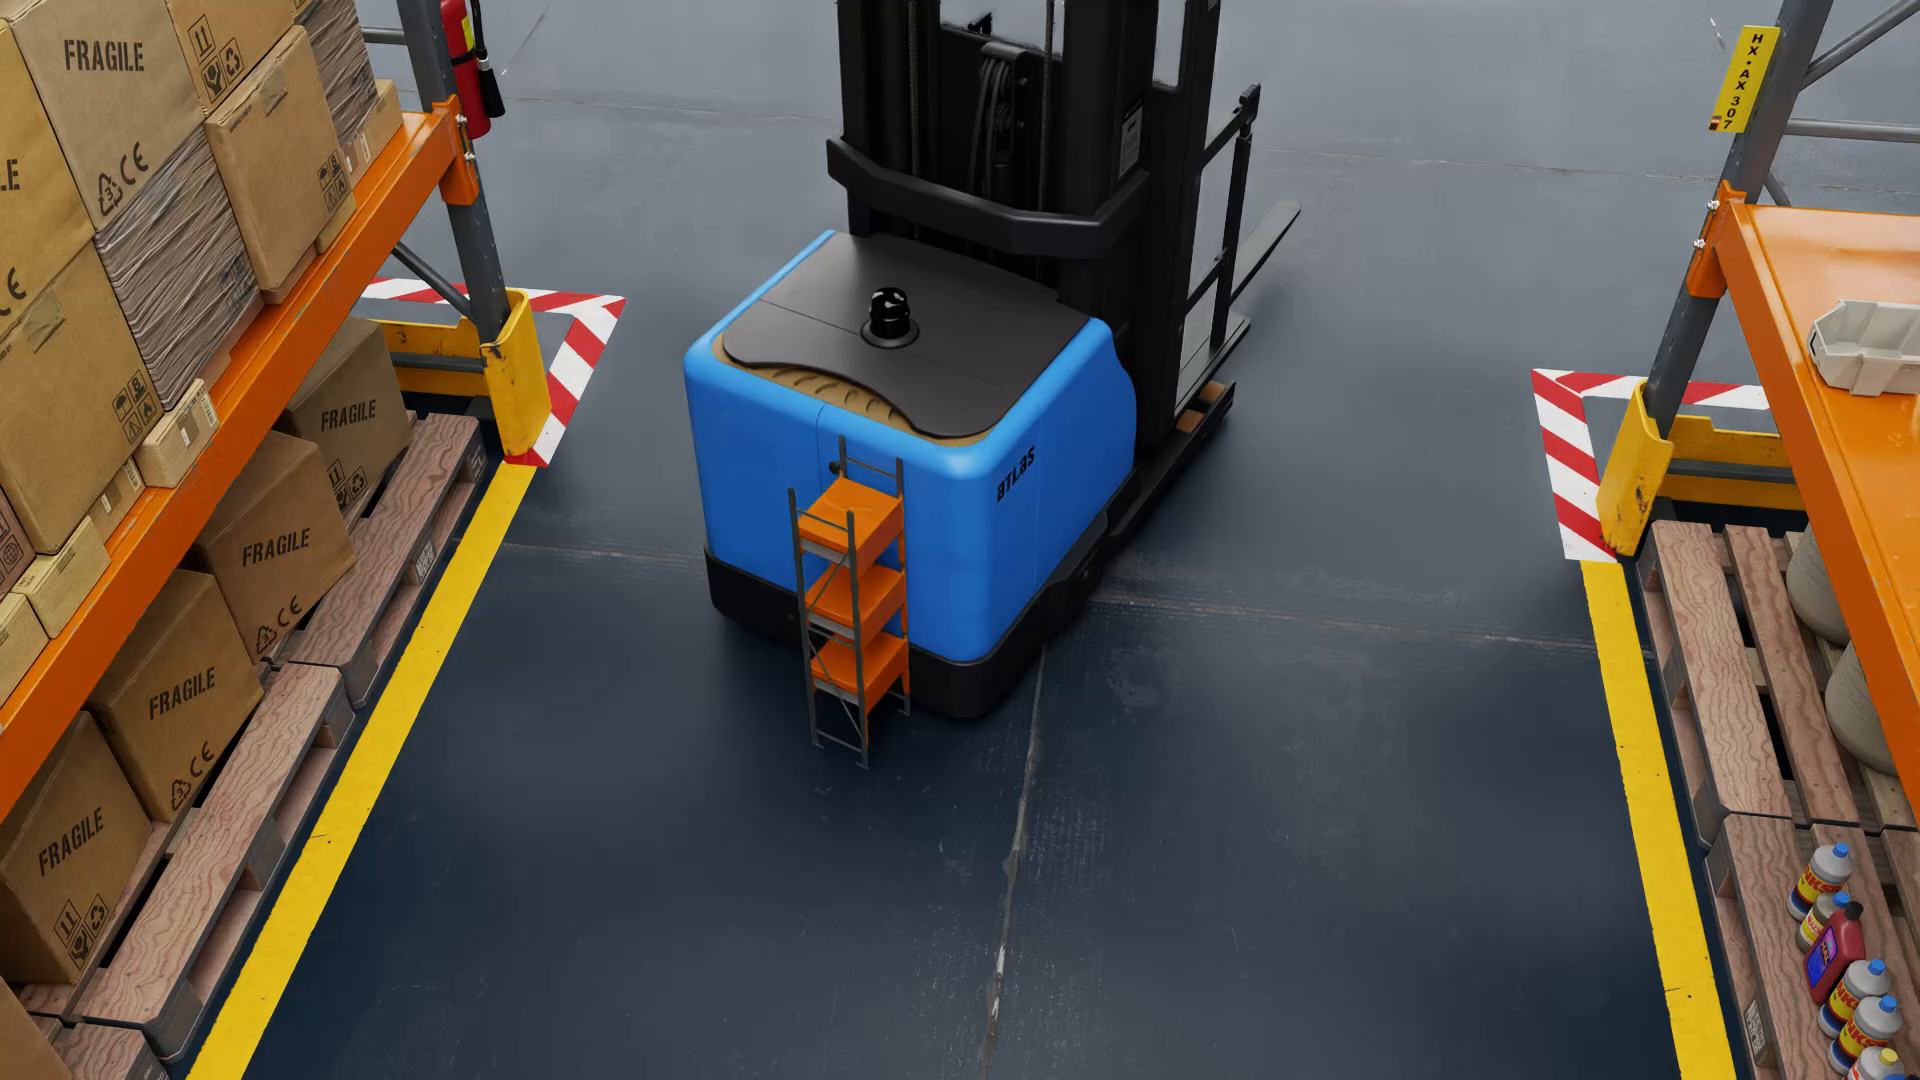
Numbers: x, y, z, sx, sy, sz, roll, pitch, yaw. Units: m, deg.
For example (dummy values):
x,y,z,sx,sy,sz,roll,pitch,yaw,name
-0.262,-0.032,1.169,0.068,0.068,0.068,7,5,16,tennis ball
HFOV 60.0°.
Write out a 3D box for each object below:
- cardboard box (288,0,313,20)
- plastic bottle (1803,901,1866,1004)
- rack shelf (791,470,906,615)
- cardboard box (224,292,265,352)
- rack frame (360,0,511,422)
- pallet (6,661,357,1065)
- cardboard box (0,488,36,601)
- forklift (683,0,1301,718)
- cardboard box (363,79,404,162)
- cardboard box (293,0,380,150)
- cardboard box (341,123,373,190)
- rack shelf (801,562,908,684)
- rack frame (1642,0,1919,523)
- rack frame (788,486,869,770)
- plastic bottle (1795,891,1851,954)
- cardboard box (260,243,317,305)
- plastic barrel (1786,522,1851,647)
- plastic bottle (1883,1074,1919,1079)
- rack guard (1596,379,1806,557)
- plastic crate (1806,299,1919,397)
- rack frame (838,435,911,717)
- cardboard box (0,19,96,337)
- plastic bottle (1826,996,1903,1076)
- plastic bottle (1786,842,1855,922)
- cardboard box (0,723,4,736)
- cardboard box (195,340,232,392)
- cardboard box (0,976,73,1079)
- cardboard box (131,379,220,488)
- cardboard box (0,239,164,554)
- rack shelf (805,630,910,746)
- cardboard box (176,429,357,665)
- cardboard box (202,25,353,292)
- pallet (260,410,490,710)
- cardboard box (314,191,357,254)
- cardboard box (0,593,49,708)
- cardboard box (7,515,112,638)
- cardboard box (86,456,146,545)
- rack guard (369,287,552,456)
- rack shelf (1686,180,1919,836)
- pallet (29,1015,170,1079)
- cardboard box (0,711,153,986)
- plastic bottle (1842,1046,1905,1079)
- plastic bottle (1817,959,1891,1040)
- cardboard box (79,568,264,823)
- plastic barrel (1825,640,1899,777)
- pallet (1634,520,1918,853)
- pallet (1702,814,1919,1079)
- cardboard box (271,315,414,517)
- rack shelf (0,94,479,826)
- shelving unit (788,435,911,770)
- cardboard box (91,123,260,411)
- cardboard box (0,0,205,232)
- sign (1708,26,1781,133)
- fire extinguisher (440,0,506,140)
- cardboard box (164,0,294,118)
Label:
x,y,z,sx,sy,sz,roll,pitch,yaw,name
-1.952,-1.721,4.370,0.500,0.500,0.500,5,44,6,cardboard box
2.189,1.025,4.141,0.061,0.283,0.133,6,44,6,plastic bottle
-0.303,0.006,4.583,0.215,0.259,0.240,22,48,21,rack shelf
-2.096,-0.626,4.412,0.380,0.149,0.250,5,44,6,cardboard box
-2.124,-1.611,5.270,1.000,3.000,0.127,5,44,6,rack frame
-2.441,0.833,4.717,1.003,0.211,1.213,5,44,6,pallet
-2.465,-0.018,3.298,0.875,0.500,0.500,5,44,6,cardboard box
0.364,-1.522,5.225,1.130,2.935,3.031,22,48,22,forklift
-1.957,-1.307,5.132,0.380,0.149,0.250,5,44,6,cardboard box
-2.224,-1.383,4.740,0.875,0.500,0.500,5,44,6,cardboard box
-1.991,-1.137,4.952,0.380,0.149,0.250,5,44,6,cardboard box
-0.303,0.212,4.778,0.215,0.259,0.240,22,48,21,rack shelf
2.785,-1.161,4.795,1.000,3.000,0.127,5,44,6,rack frame
-0.364,0.277,4.694,0.200,1.050,0.008,22,48,21,rack frame
2.223,0.973,4.256,0.097,0.201,0.097,0,43,0,plastic bottle
-2.021,-0.793,4.588,0.380,0.149,0.250,5,44,6,cardboard box
2.774,0.045,5.025,0.421,0.512,0.421,0,43,0,plastic barrel
2.151,1.317,3.842,0.097,0.271,0.097,0,43,0,plastic bottle
2.822,-0.197,5.595,1.175,0.500,0.348,5,44,6,rack guard
2.348,-0.485,4.272,0.298,0.136,0.250,5,44,6,plastic crate
-0.242,0.131,4.848,0.200,1.050,0.008,22,48,21,rack frame
-2.155,-0.700,3.291,0.500,0.500,0.500,5,44,6,cardboard box
2.178,1.179,3.988,0.097,0.271,0.097,0,43,0,plastic bottle
2.237,0.877,4.306,0.097,0.271,0.097,0,43,0,plastic bottle
-2.178,0.407,3.321,0.380,0.149,0.250,5,44,6,cardboard box
-2.106,-0.454,4.230,0.380,0.149,0.250,5,44,6,cardboard box
-2.492,1.210,3.803,0.500,0.500,0.500,19,46,19,cardboard box
-2.052,-0.275,4.042,0.380,0.149,0.250,5,44,6,cardboard box
-2.358,-0.355,3.654,0.875,0.500,0.500,5,44,6,cardboard box
-0.303,0.414,4.969,0.215,0.259,0.240,22,48,21,rack shelf
-2.269,-0.022,5.104,0.500,0.500,0.500,16,46,16,cardboard box
-2.171,-1.032,4.369,0.875,0.500,0.500,5,44,6,cardboard box
-2.277,0.003,5.593,1.003,0.211,1.213,5,44,6,pallet
-1.973,-0.962,4.767,0.380,0.149,0.250,5,44,6,cardboard box
-2.186,0.233,3.505,0.380,0.149,0.250,5,44,6,cardboard box
-2.142,0.063,3.684,0.380,0.149,0.250,5,44,6,cardboard box
-2.153,-0.111,3.869,0.380,0.149,0.250,5,44,6,cardboard box
-2.134,-0.652,6.075,1.175,0.500,0.348,5,44,6,rack guard
2.521,0.463,3.602,1.077,0.370,4.000,5,44,6,rack shelf
-2.599,1.666,3.837,1.003,0.211,1.213,5,44,6,pallet
-2.488,0.780,4.258,0.500,0.500,0.500,2,43,2,cardboard box
2.165,1.272,3.940,0.097,0.201,0.097,0,43,0,plastic bottle
2.191,1.111,4.060,0.097,0.271,0.097,0,43,0,plastic bottle
-2.370,0.403,4.655,0.500,0.500,0.500,9,44,9,cardboard box
2.708,0.387,4.664,0.421,0.512,0.421,0,43,0,plastic barrel
2.709,0.461,5.110,1.003,0.211,1.213,5,44,6,pallet
2.545,1.290,4.234,1.003,0.211,1.213,5,44,6,pallet
-2.223,-0.432,5.537,0.500,0.500,0.500,13,45,13,cardboard box
-2.389,0.013,4.078,1.077,0.370,4.000,5,44,6,rack shelf
-0.303,0.204,4.771,0.215,1.050,0.252,22,48,21,shelving unit
-2.280,-0.695,4.013,0.875,0.500,0.500,5,44,6,cardboard box
-2.081,-1.040,3.650,0.500,0.500,0.500,5,44,6,cardboard box
2.240,-1.315,4.755,0.100,0.325,0.005,5,44,6,sign
-1.652,-1.619,5.335,0.296,0.674,0.183,5,44,6,fire extinguisher
-2.013,-1.380,4.010,0.500,0.500,0.500,5,44,6,cardboard box
